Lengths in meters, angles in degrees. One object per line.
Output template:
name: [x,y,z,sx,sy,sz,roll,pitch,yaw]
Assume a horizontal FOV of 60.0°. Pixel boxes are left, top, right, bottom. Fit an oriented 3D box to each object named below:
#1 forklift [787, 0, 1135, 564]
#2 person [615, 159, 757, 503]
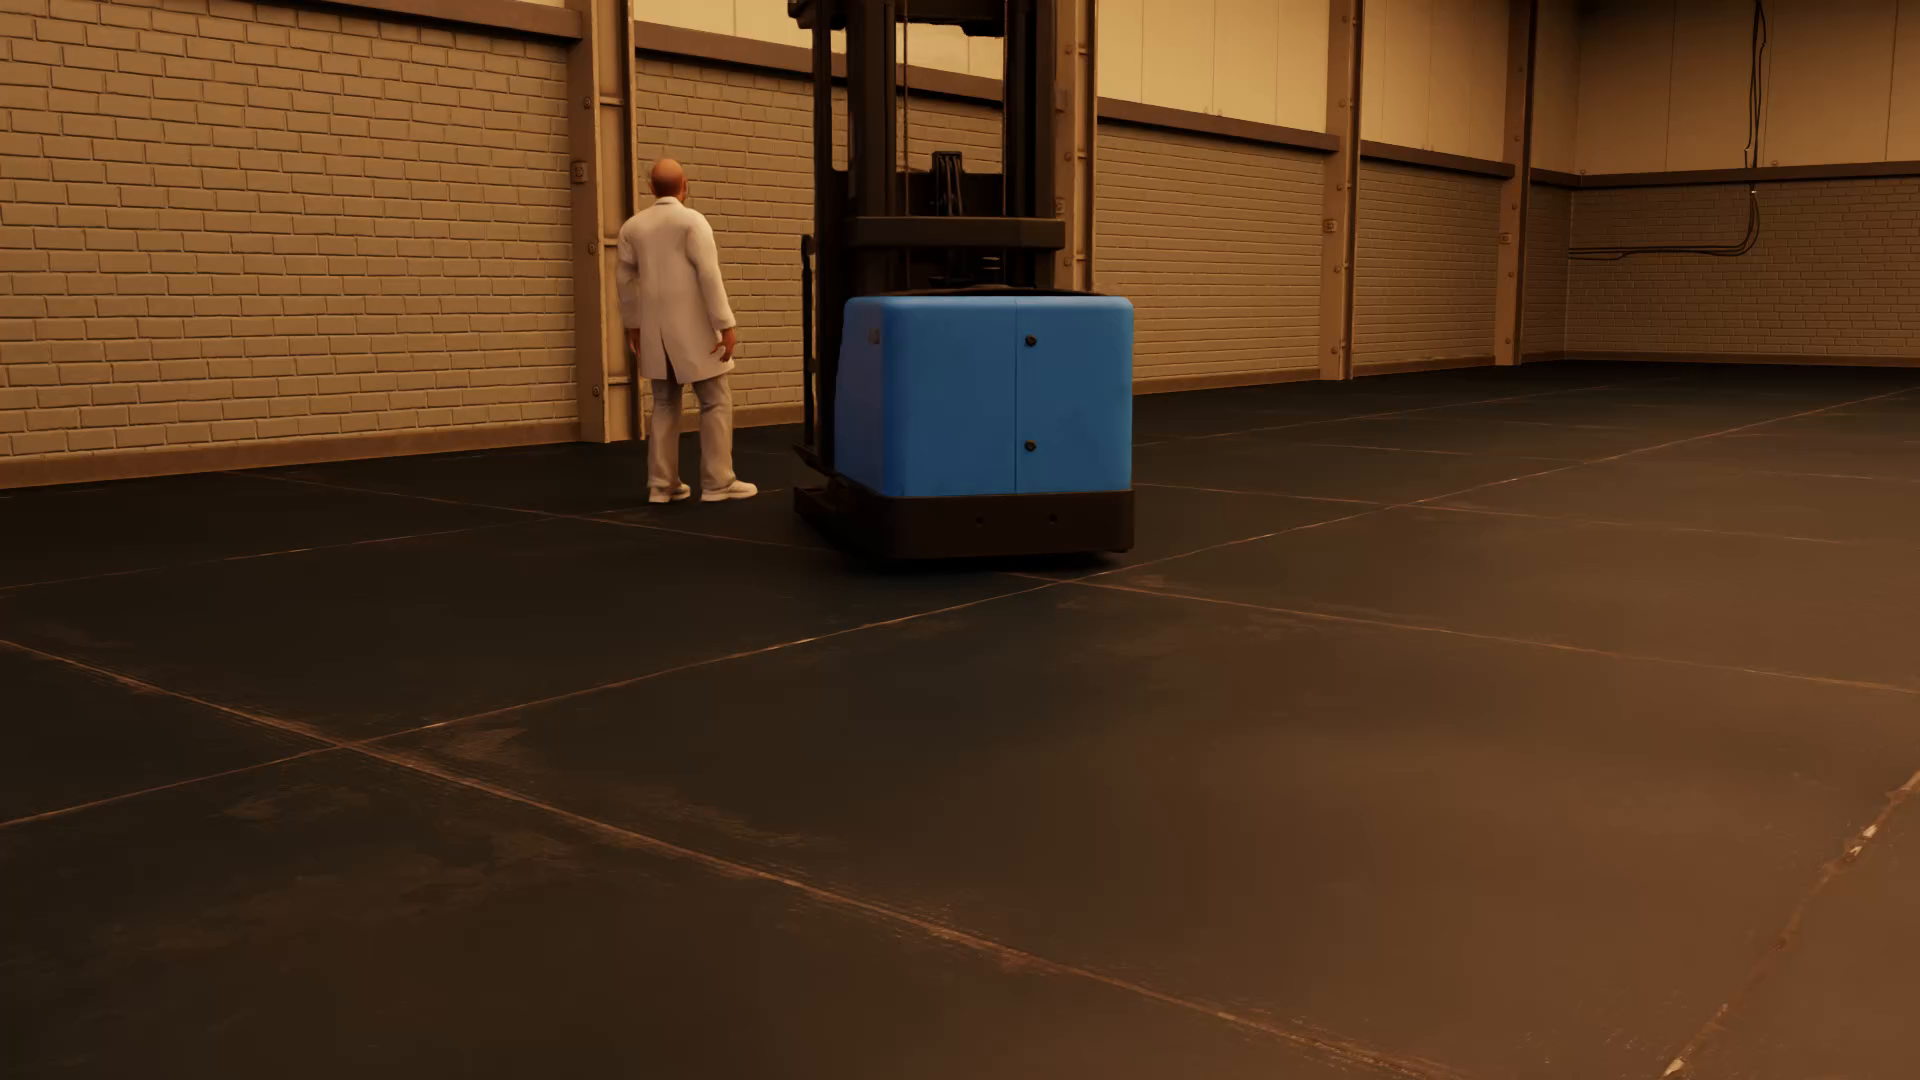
forklift: [-0.182,-1.531,7.744,1.130,2.935,3.031,-2,9,-15]
person: [-1.428,-1.092,8.753,0.758,1.769,0.572,4,9,25]
